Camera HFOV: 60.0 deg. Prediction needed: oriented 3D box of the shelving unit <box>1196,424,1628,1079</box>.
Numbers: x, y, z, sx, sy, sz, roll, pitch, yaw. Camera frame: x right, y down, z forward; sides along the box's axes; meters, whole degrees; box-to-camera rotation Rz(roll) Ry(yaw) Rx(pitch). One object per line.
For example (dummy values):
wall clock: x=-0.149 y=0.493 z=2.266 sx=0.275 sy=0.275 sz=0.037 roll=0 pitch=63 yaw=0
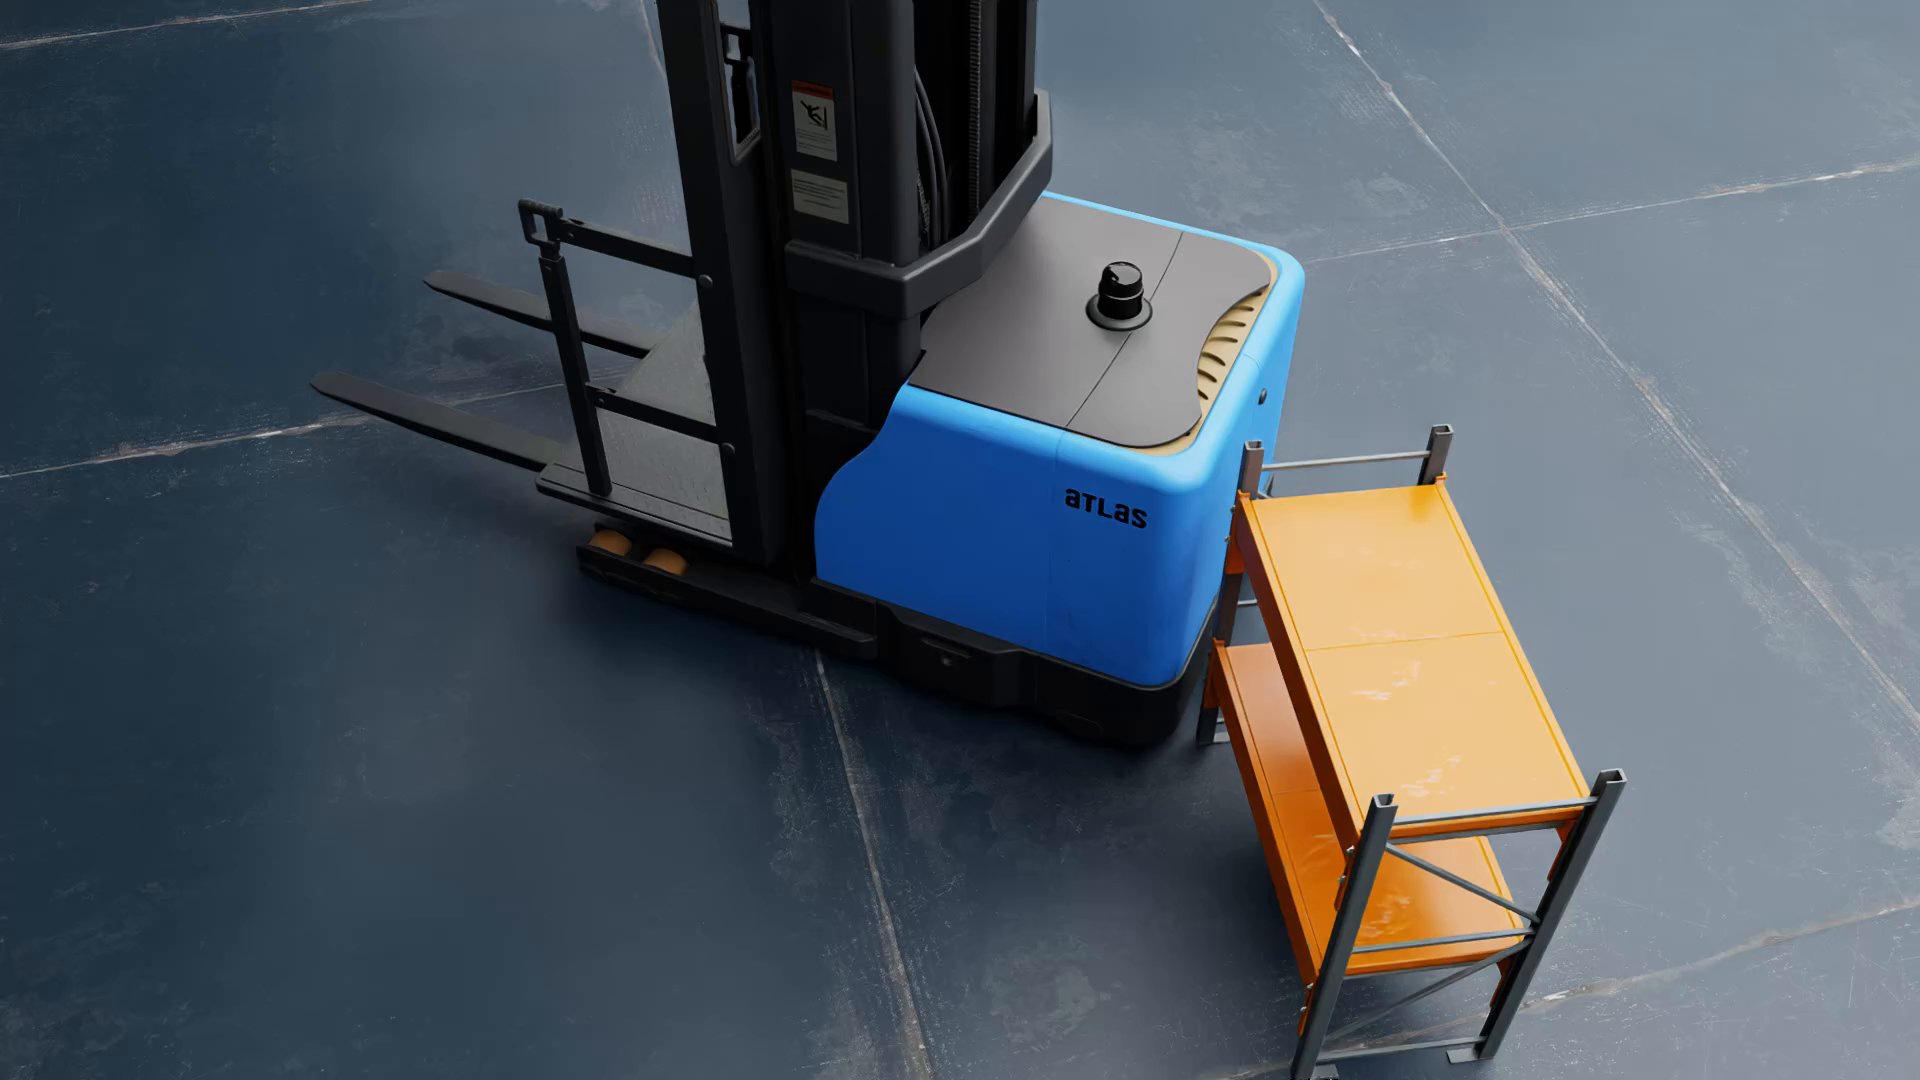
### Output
shelving unit: x=0.980 y=0.511 z=3.961 sx=0.538 sy=1.125 sz=1.048 roll=-5 pitch=46 yaw=-5

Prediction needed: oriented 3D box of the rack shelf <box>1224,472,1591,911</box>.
rack shelf: x=0.980 y=0.306 z=3.752 sx=0.538 sy=0.278 sz=1.000 roll=-5 pitch=46 yaw=-5

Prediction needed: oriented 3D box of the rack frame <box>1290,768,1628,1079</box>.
rack frame: x=1.043 y=0.872 z=3.608 sx=0.500 sy=1.125 sz=0.032 roll=-5 pitch=46 yaw=-5

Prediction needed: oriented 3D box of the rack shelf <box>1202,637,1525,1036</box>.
rack shelf: x=0.980 y=0.682 z=4.136 sx=0.538 sy=0.278 sz=1.000 roll=-5 pitch=46 yaw=-5

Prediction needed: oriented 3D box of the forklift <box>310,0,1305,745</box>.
forklift: x=-0.612 y=-1.164 z=4.338 sx=3.031 sy=2.935 sz=1.130 roll=18 pitch=48 yaw=16

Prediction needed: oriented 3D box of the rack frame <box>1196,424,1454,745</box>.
rack frame: x=0.917 y=0.151 z=4.314 sx=0.500 sy=1.125 sz=0.032 roll=-5 pitch=46 yaw=-5
